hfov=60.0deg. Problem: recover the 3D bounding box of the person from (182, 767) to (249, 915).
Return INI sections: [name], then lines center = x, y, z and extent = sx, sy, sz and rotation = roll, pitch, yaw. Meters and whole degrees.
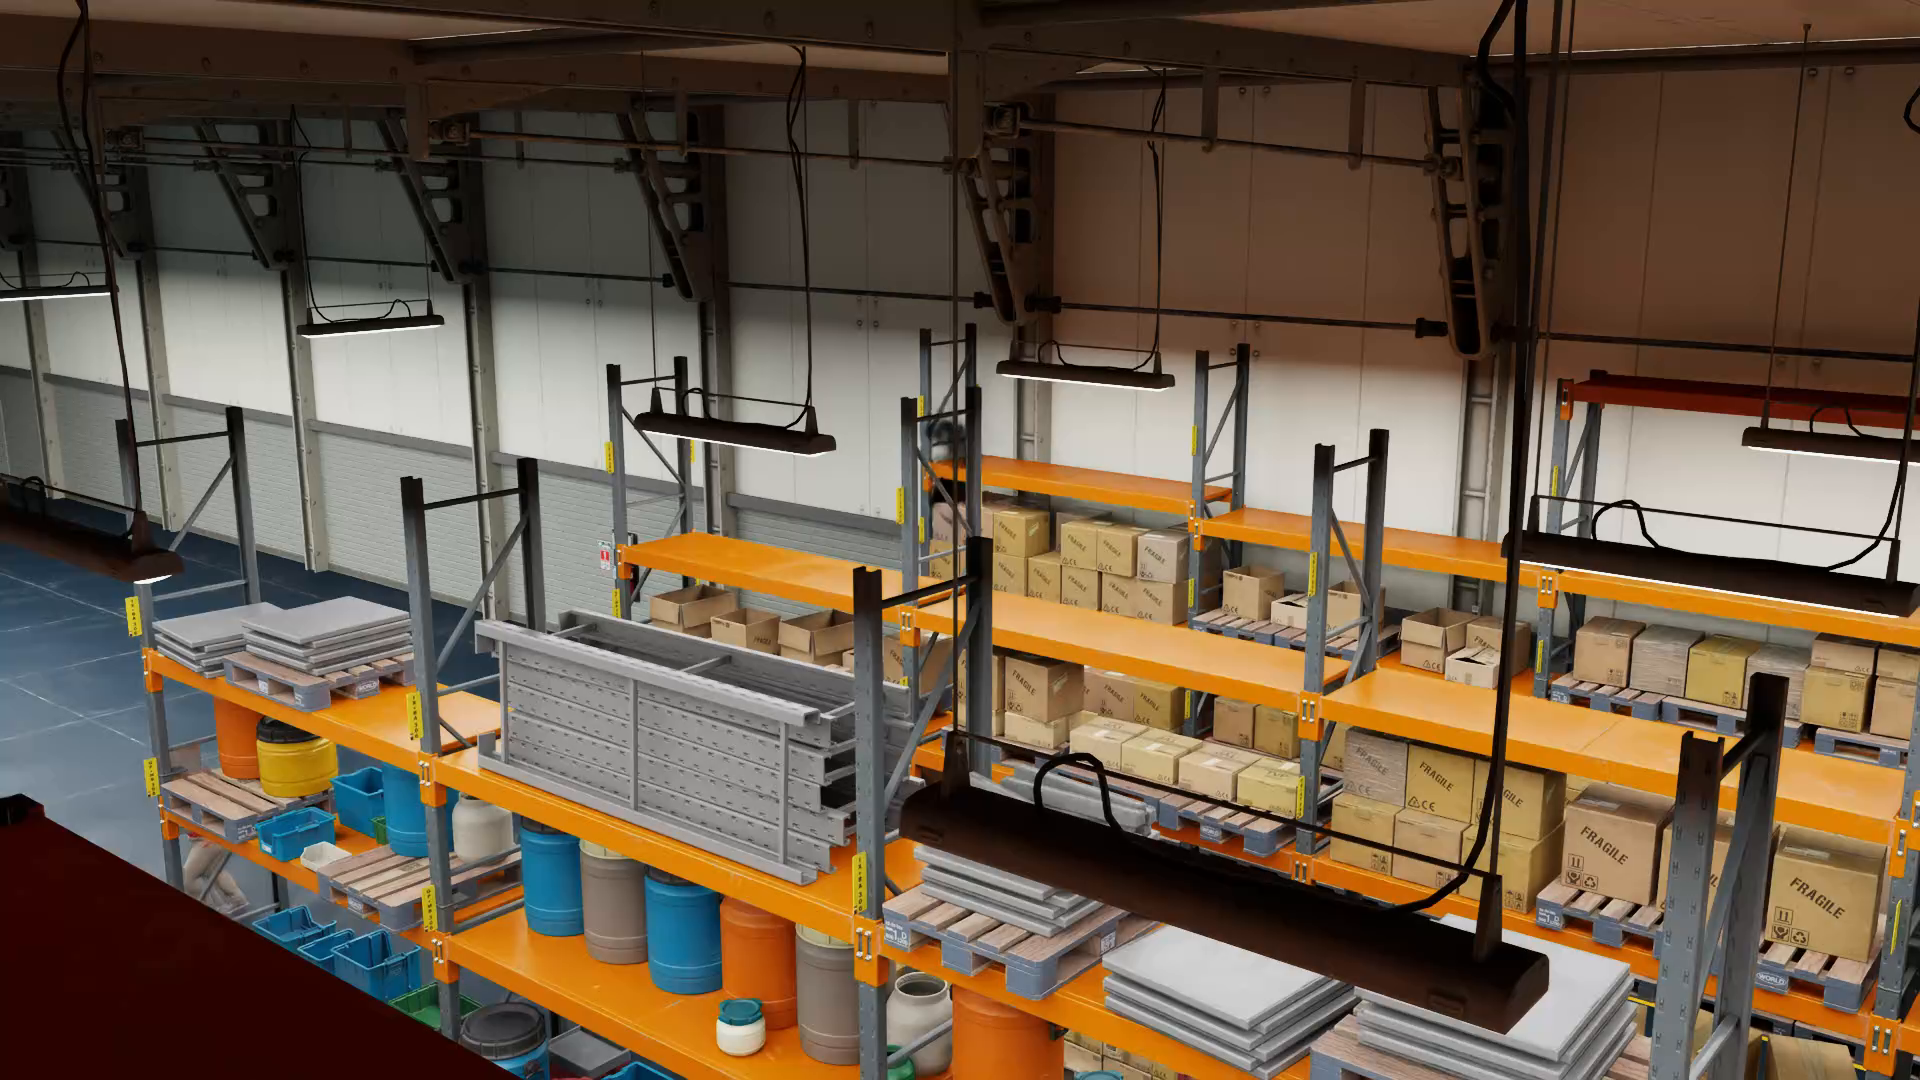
[person]
center = -8.080, 3.298, 17.819
extent = 0.723, 1.788, 0.639
rotation = -5, 14, -23
